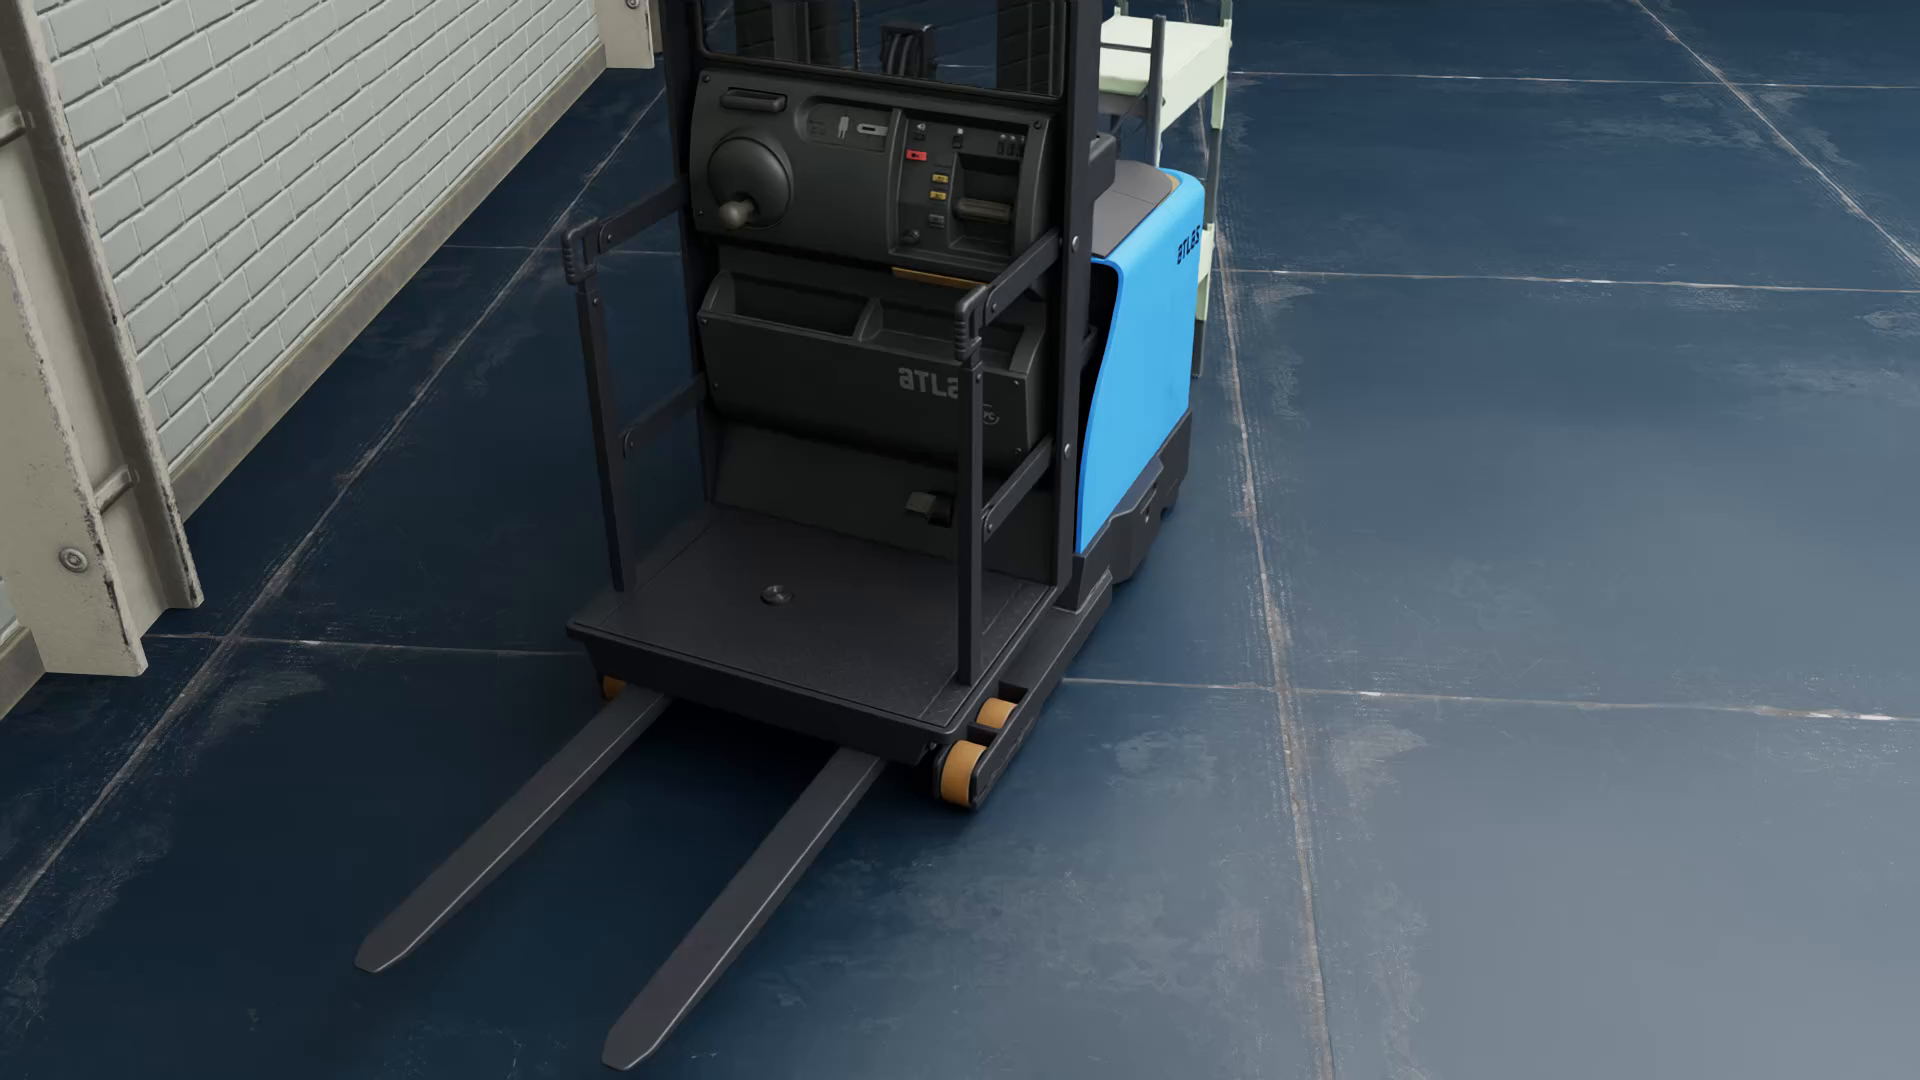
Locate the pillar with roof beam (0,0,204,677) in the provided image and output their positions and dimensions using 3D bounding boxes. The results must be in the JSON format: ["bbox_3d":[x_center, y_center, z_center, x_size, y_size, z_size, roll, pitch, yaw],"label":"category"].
[{"bbox_3d":[1.866,-3.377,2.153,9.100,9.000,0.400,2,32,4],"label":"pillar with roof beam"}]

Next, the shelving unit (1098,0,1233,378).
[{"bbox_3d":[0.571,-1.118,5.635,0.431,1.500,0.755,13,34,21],"label":"shelving unit"}]

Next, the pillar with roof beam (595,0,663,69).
[{"bbox_3d":[2.355,-6.515,7.244,9.100,9.000,0.400,2,32,4],"label":"pillar with roof beam"}]

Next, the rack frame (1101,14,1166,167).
[{"bbox_3d":[0.420,-0.943,5.351,0.400,1.500,0.023,13,34,21],"label":"rack frame"}]

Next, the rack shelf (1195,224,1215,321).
[{"bbox_3d":[0.571,-0.841,5.806,0.431,0.370,0.720,13,34,21],"label":"rack shelf"}]

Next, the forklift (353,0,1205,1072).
[{"bbox_3d":[-0.319,-0.838,3.816,1.130,2.935,3.031,13,34,21],"label":"forklift"}]

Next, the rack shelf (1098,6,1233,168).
[{"bbox_3d":[0.571,-1.451,5.431,0.431,0.370,0.720,13,34,21],"label":"rack shelf"}]

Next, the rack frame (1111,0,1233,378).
[{"bbox_3d":[0.721,-1.293,5.919,0.400,1.500,0.023,13,34,21],"label":"rack frame"}]
